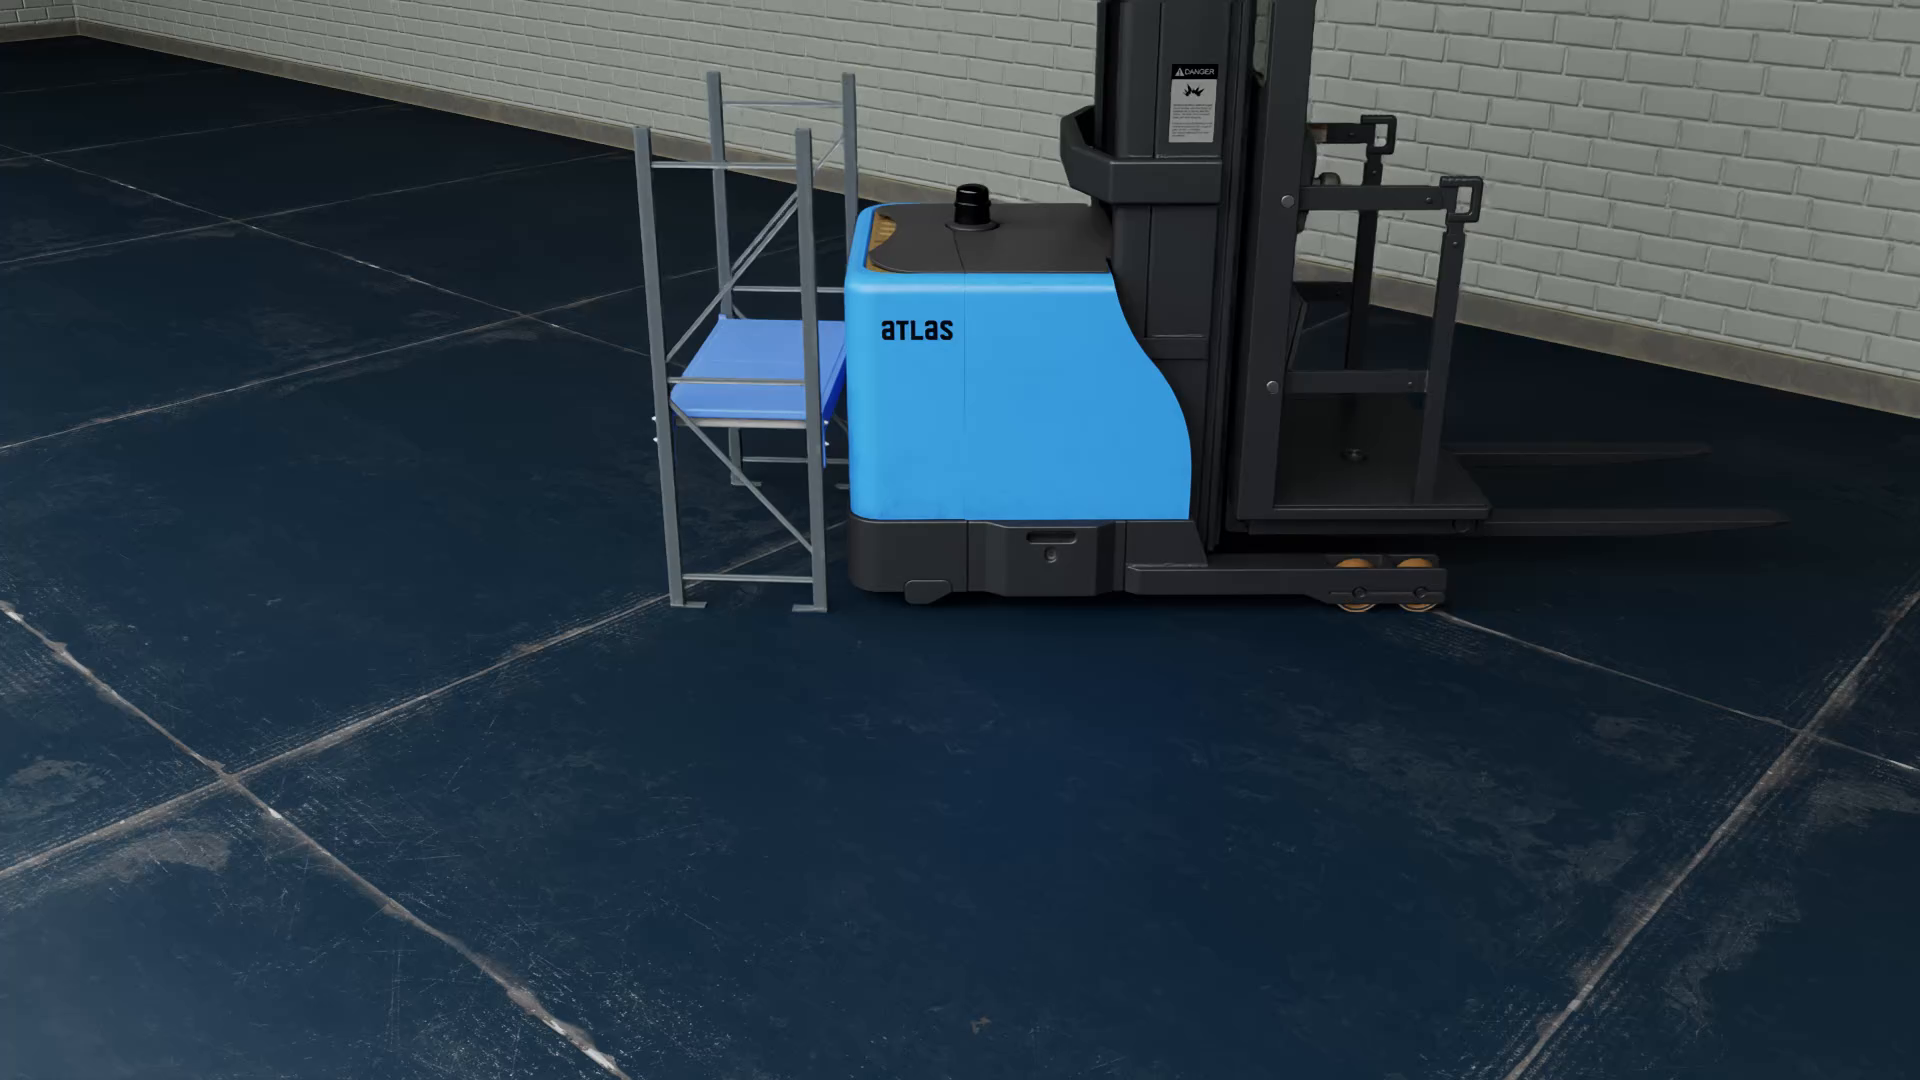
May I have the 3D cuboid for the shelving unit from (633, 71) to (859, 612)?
[{"bbox_3d":[-0.635,-0.678,5.429,0.538,1.500,1.048,1,24,3],"label":"shelving unit"}]

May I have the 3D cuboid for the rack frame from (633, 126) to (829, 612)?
[{"bbox_3d":[-0.667,-0.470,4.966,0.500,1.500,0.032,1,24,3],"label":"rack frame"}]

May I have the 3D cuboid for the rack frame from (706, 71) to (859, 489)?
[{"bbox_3d":[-0.602,-0.885,5.891,0.500,1.500,0.032,1,24,3],"label":"rack frame"}]

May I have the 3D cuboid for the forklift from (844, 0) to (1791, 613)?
[{"bbox_3d":[1.156,-1.327,5.128,3.031,2.935,1.130,0,24,0],"label":"forklift"}]

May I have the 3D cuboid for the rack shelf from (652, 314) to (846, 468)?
[{"bbox_3d":[-0.634,-0.514,5.502,0.538,0.185,1.000,1,24,3],"label":"rack shelf"}]
